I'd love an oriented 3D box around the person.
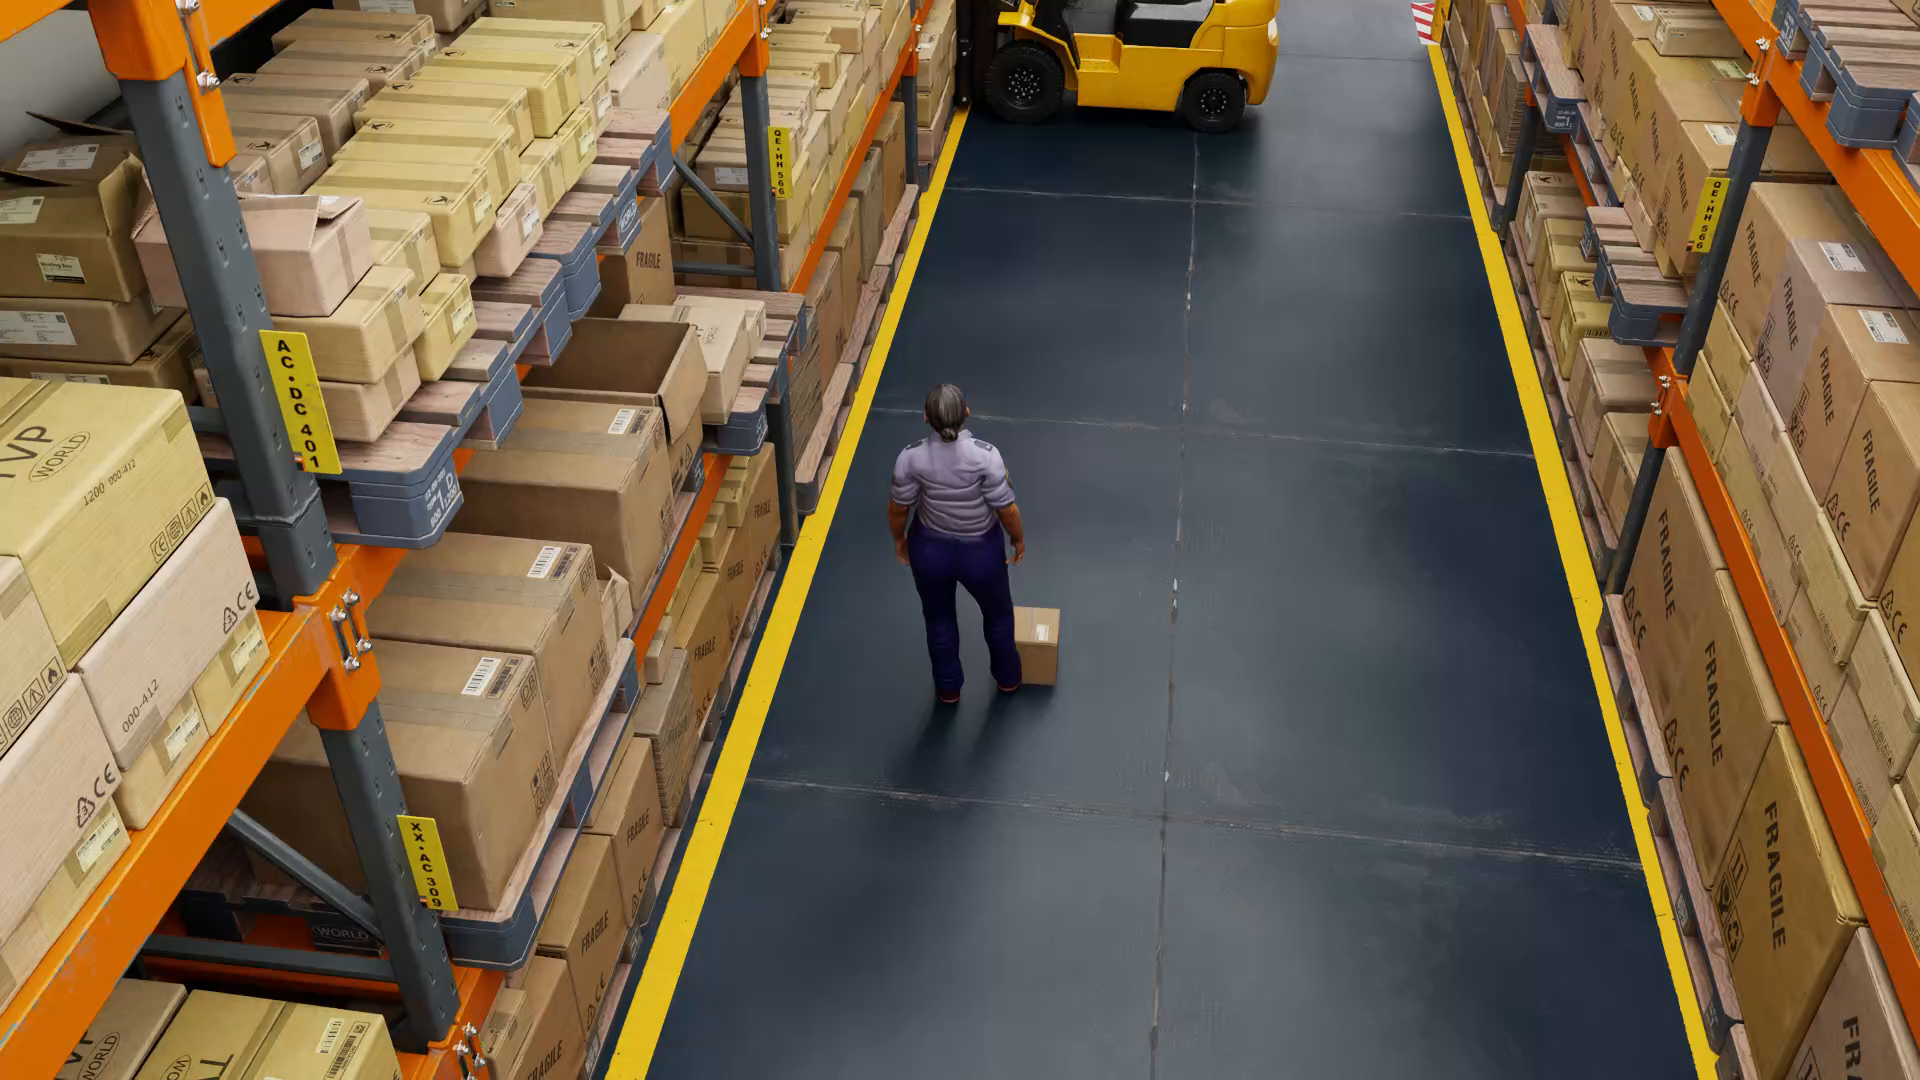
[{"bbox_3d":[0.015,-0.007,7.045,0.598,1.651,0.502,4,37,6],"label":"person"}]
